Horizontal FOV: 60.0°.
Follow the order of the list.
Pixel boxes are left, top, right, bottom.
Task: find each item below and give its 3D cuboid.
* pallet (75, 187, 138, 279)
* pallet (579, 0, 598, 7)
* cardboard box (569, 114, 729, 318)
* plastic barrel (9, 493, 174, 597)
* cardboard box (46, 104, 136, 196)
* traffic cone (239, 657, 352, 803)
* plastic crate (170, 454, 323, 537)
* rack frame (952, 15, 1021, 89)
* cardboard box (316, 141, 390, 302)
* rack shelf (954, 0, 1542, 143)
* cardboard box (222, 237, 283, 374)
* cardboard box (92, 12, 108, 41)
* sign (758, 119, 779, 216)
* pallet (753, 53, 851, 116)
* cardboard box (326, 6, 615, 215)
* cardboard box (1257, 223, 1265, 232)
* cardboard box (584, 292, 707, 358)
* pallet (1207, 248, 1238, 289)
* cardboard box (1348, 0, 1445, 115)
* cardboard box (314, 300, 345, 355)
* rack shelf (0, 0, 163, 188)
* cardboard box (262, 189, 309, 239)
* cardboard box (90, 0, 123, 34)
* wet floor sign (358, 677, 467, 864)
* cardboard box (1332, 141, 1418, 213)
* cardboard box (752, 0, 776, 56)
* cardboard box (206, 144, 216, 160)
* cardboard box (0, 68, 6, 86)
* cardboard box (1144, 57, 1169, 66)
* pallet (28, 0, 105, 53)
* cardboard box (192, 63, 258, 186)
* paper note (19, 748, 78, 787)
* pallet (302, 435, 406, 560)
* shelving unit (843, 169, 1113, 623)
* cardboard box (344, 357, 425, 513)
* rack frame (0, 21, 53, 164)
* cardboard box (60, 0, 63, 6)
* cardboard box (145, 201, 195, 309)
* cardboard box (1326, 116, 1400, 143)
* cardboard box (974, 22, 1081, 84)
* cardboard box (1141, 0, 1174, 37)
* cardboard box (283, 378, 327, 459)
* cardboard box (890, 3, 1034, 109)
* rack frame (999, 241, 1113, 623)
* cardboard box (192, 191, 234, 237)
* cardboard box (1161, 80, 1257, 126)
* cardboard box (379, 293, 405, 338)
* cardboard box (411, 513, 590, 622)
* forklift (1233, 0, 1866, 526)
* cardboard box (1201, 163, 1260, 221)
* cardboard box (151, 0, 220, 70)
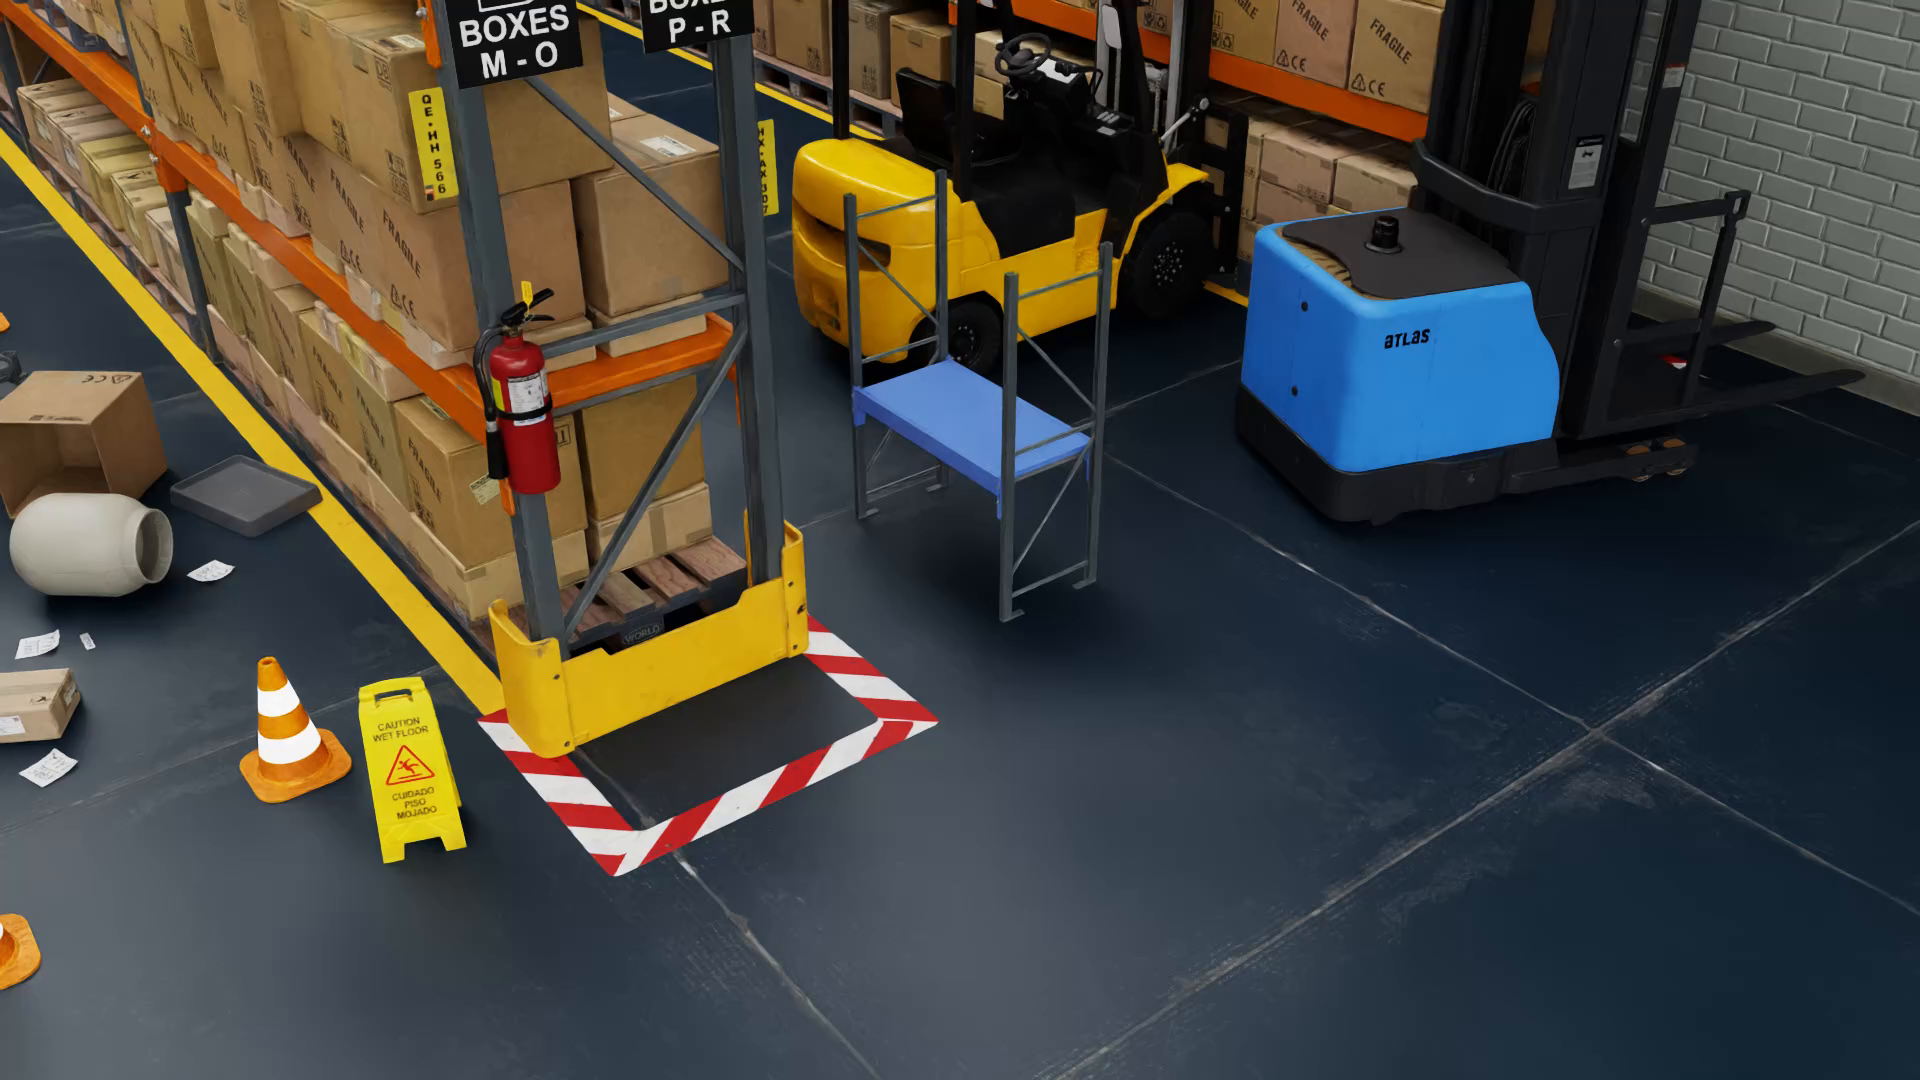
[{"bbox_3d":[-4.774,-2.019,10.300,1.003,0.211,1.213,-22,38,-31],"label":"pallet"},{"bbox_3d":[-3.250,-5.292,15.570,1.003,0.211,1.213,-22,38,-31],"label":"pallet"},{"bbox_3d":[-1.162,-1.159,5.897,0.500,0.500,0.500,-23,39,-32],"label":"cardboard box"},{"bbox_3d":[-3.553,0.020,6.817,0.512,0.421,0.421,1,32,2],"label":"plastic barrel"},{"bbox_3d":[-5.199,-2.556,10.615,0.950,0.372,0.625,-23,39,-32],"label":"cardboard box"},{"bbox_3d":[-2.373,0.612,5.825,0.336,0.463,0.334,-22,38,-31],"label":"traffic cone"},{"bbox_3d":[-3.229,-0.211,7.513,0.583,0.080,0.402,18,36,27],"label":"plastic crate"},{"bbox_3d":[0.375,-3.978,10.812,1.000,3.000,0.127,-22,38,-31],"label":"rack frame"},{"bbox_3d":[-1.945,-1.219,5.994,0.500,0.500,0.500,-22,38,-31],"label":"cardboard box"},{"bbox_3d":[1.602,-2.839,9.659,1.077,0.370,4.000,-22,38,-31],"label":"rack shelf"},{"bbox_3d":[-3.057,-1.147,7.751,0.500,0.500,0.500,-21,37,-30],"label":"cardboard box"},{"bbox_3d":[-4.225,-2.683,8.567,0.380,0.149,0.250,-24,39,-33],"label":"cardboard box"},{"bbox_3d":[-0.662,-1.247,5.594,0.100,0.325,0.005,-22,38,-31],"label":"sign"},{"bbox_3d":[-0.860,-3.597,12.841,1.003,0.211,1.213,-22,38,-31],"label":"pallet"},{"bbox_3d":[-1.576,-1.439,5.400,0.700,0.500,0.500,-23,39,-33],"label":"cardboard box"},{"bbox_3d":[1.993,-1.625,9.232,0.500,0.250,0.500,-22,38,-31],"label":"cardboard box"},{"bbox_3d":[-1.135,-0.805,5.942,0.380,0.149,0.250,-22,38,-31],"label":"cardboard box"},{"bbox_3d":[1.582,-1.940,10.173,1.003,0.211,1.213,-22,38,-31],"label":"pallet"},{"bbox_3d":[2.319,-2.473,8.295,0.500,0.500,0.500,-23,39,-32],"label":"cardboard box"},{"bbox_3d":[-2.378,-0.905,6.746,0.380,0.149,0.250,-21,37,-29],"label":"cardboard box"},{"bbox_3d":[-4.770,-2.898,9.755,1.077,0.370,4.000,-22,38,-31],"label":"rack shelf"},{"bbox_3d":[-2.650,-1.397,6.894,0.380,0.149,0.250,-22,38,-32],"label":"cardboard box"},{"bbox_3d":[-4.008,-2.836,8.198,0.500,0.500,0.500,-23,39,-32],"label":"cardboard box"},{"bbox_3d":[-1.819,0.722,5.476,0.267,0.644,0.232,-10,33,-15],"label":"wet floor sign"},{"bbox_3d":[2.299,-1.837,8.625,0.500,0.250,0.500,-21,37,-30],"label":"cardboard box"},{"bbox_3d":[-1.299,-4.280,13.152,0.875,0.625,0.625,-21,37,-30],"label":"cardboard box"},{"bbox_3d":[-3.221,-1.839,7.606,0.380,0.149,0.250,-22,38,-32],"label":"cardboard box"},{"bbox_3d":[-6.898,-4.001,12.465,0.875,0.875,0.875,-22,38,-31],"label":"cardboard box"},{"bbox_3d":[1.452,-2.849,10.255,0.500,0.250,0.500,-22,38,-31],"label":"cardboard box"},{"bbox_3d":[-4.750,-3.144,9.651,1.003,0.211,1.213,-22,38,-31],"label":"pallet"},{"bbox_3d":[-2.870,-1.851,7.010,0.500,0.500,0.500,-23,38,-32],"label":"cardboard box"},{"bbox_3d":[-3.243,0.808,5.920,0.142,0.019,0.148,18,36,27],"label":"paper note"},{"bbox_3d":[-2.351,-0.409,7.708,1.003,0.211,1.213,-22,38,-31],"label":"pallet"},{"bbox_3d":[0.052,-0.602,6.797,0.538,1.500,1.048,-22,38,-31],"label":"shelving unit"},{"bbox_3d":[-2.111,-0.498,6.706,0.500,0.500,0.500,-21,37,-30],"label":"cardboard box"},{"bbox_3d":[-5.996,-4.037,10.908,1.000,3.000,0.127,-22,38,-31],"label":"rack frame"},{"bbox_3d":[-4.691,-2.997,9.073,0.380,0.149,0.250,-22,38,-31],"label":"cardboard box"},{"bbox_3d":[-3.867,-1.650,9.157,0.950,0.372,0.625,-22,38,-31],"label":"cardboard box"},{"bbox_3d":[2.373,-2.215,9.233,0.500,0.250,0.500,-22,38,-31],"label":"cardboard box"},{"bbox_3d":[0.424,-3.110,10.675,0.500,0.250,0.500,-23,39,-32],"label":"cardboard box"},{"bbox_3d":[1.376,-3.112,9.323,0.500,0.500,0.500,-22,38,-31],"label":"cardboard box"},{"bbox_3d":[-2.731,-0.608,7.595,0.500,0.250,0.500,-23,38,-32],"label":"cardboard box"},{"bbox_3d":[0.046,-3.361,11.672,0.875,0.625,0.625,-20,37,-29],"label":"cardboard box"},{"bbox_3d":[0.364,-0.390,6.456,0.500,1.500,0.032,-22,38,-31],"label":"rack frame"},{"bbox_3d":[-3.366,-1.570,7.818,0.380,0.149,0.250,-22,38,-31],"label":"cardboard box"},{"bbox_3d":[1.359,-2.469,9.642,0.500,0.250,0.500,-23,39,-32],"label":"cardboard box"},{"bbox_3d":[-1.872,-0.867,6.041,0.380,0.149,0.250,-23,39,-32],"label":"cardboard box"},{"bbox_3d":[-1.814,0.026,6.572,0.500,0.250,0.500,-22,38,-32],"label":"cardboard box"},{"bbox_3d":[2.890,-1.767,7.317,3.031,2.935,1.130,-10,33,-16],"label":"forklift"},{"bbox_3d":[1.650,-2.056,9.452,0.500,0.250,0.500,-23,39,-32],"label":"cardboard box"},{"bbox_3d":[-2.863,-2.273,6.742,0.700,0.500,0.500,-23,39,-32],"label":"cardboard box"}]
